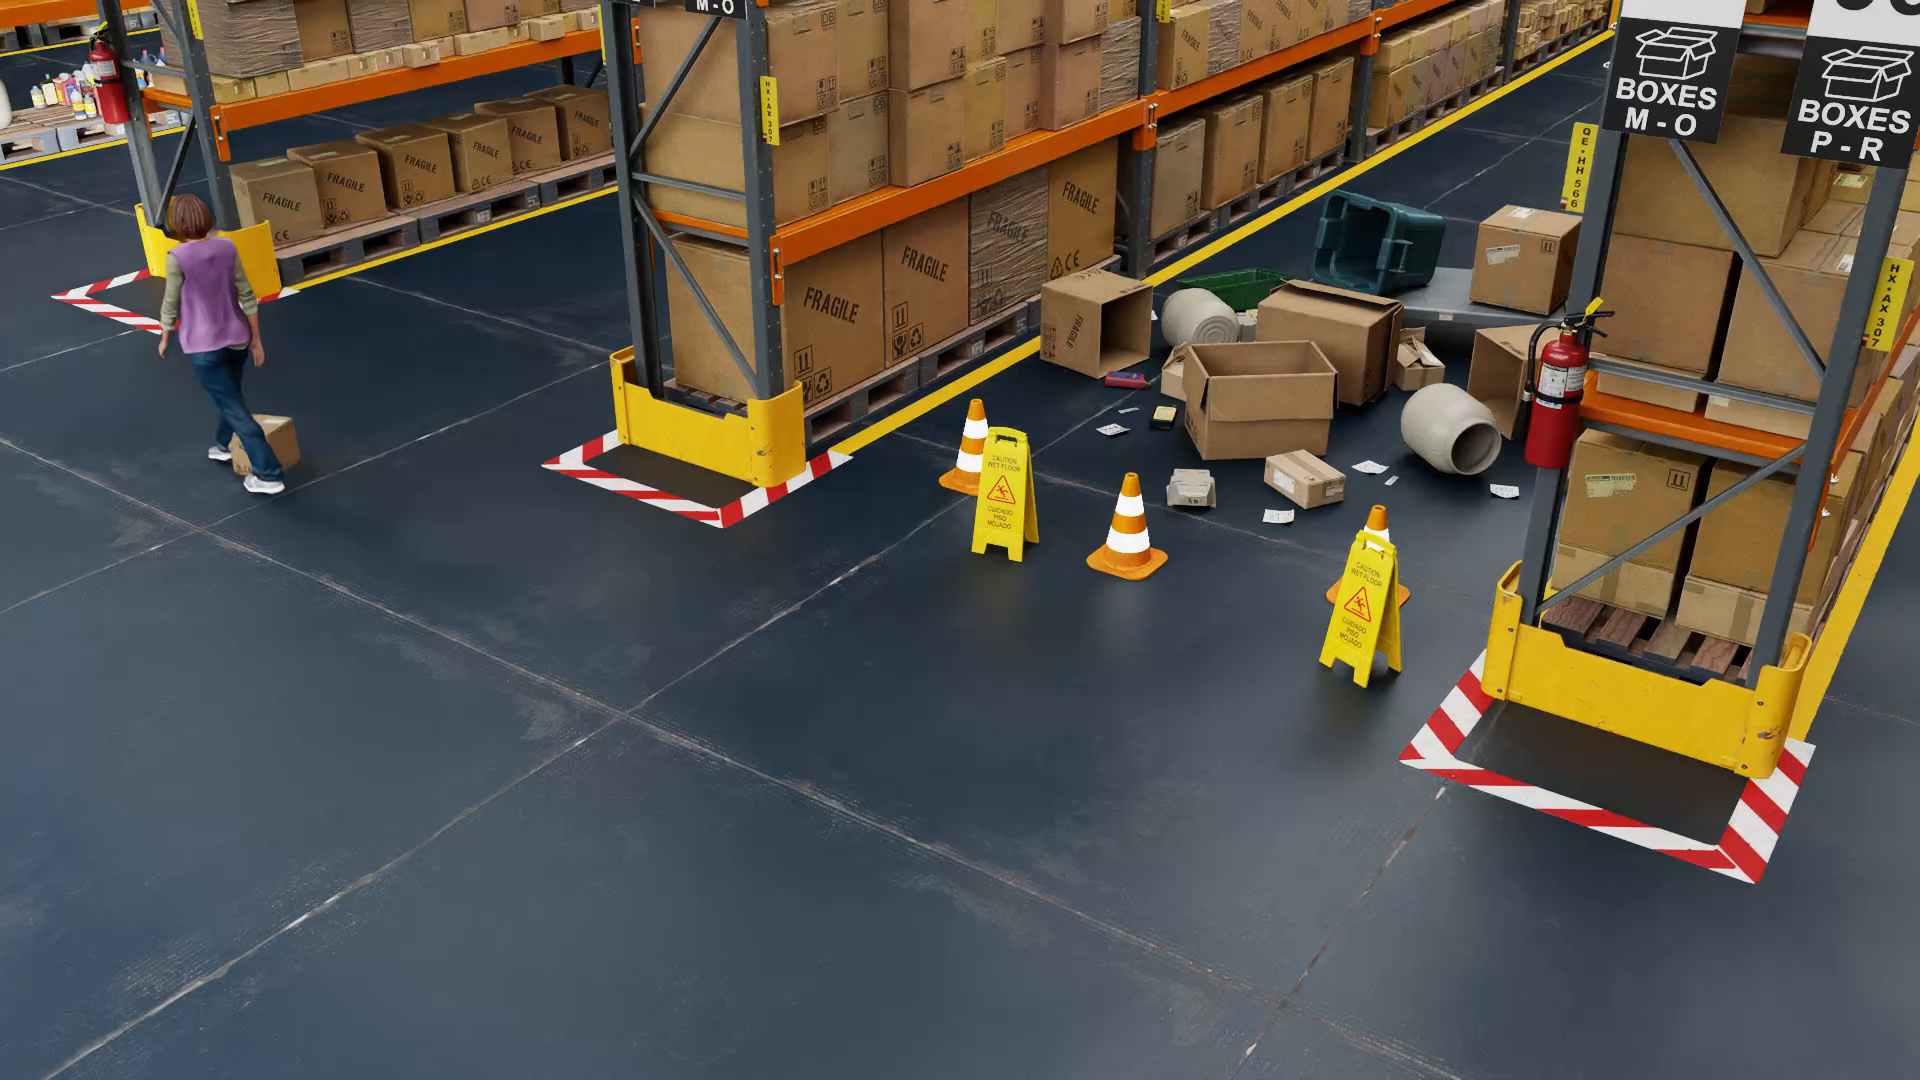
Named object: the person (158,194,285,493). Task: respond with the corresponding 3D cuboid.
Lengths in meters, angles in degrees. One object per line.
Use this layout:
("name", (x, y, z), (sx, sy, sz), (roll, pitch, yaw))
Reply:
("person", (-3.883, -1.024, 8.586), (0.835, 1.574, 0.422), (18, 32, 30))
